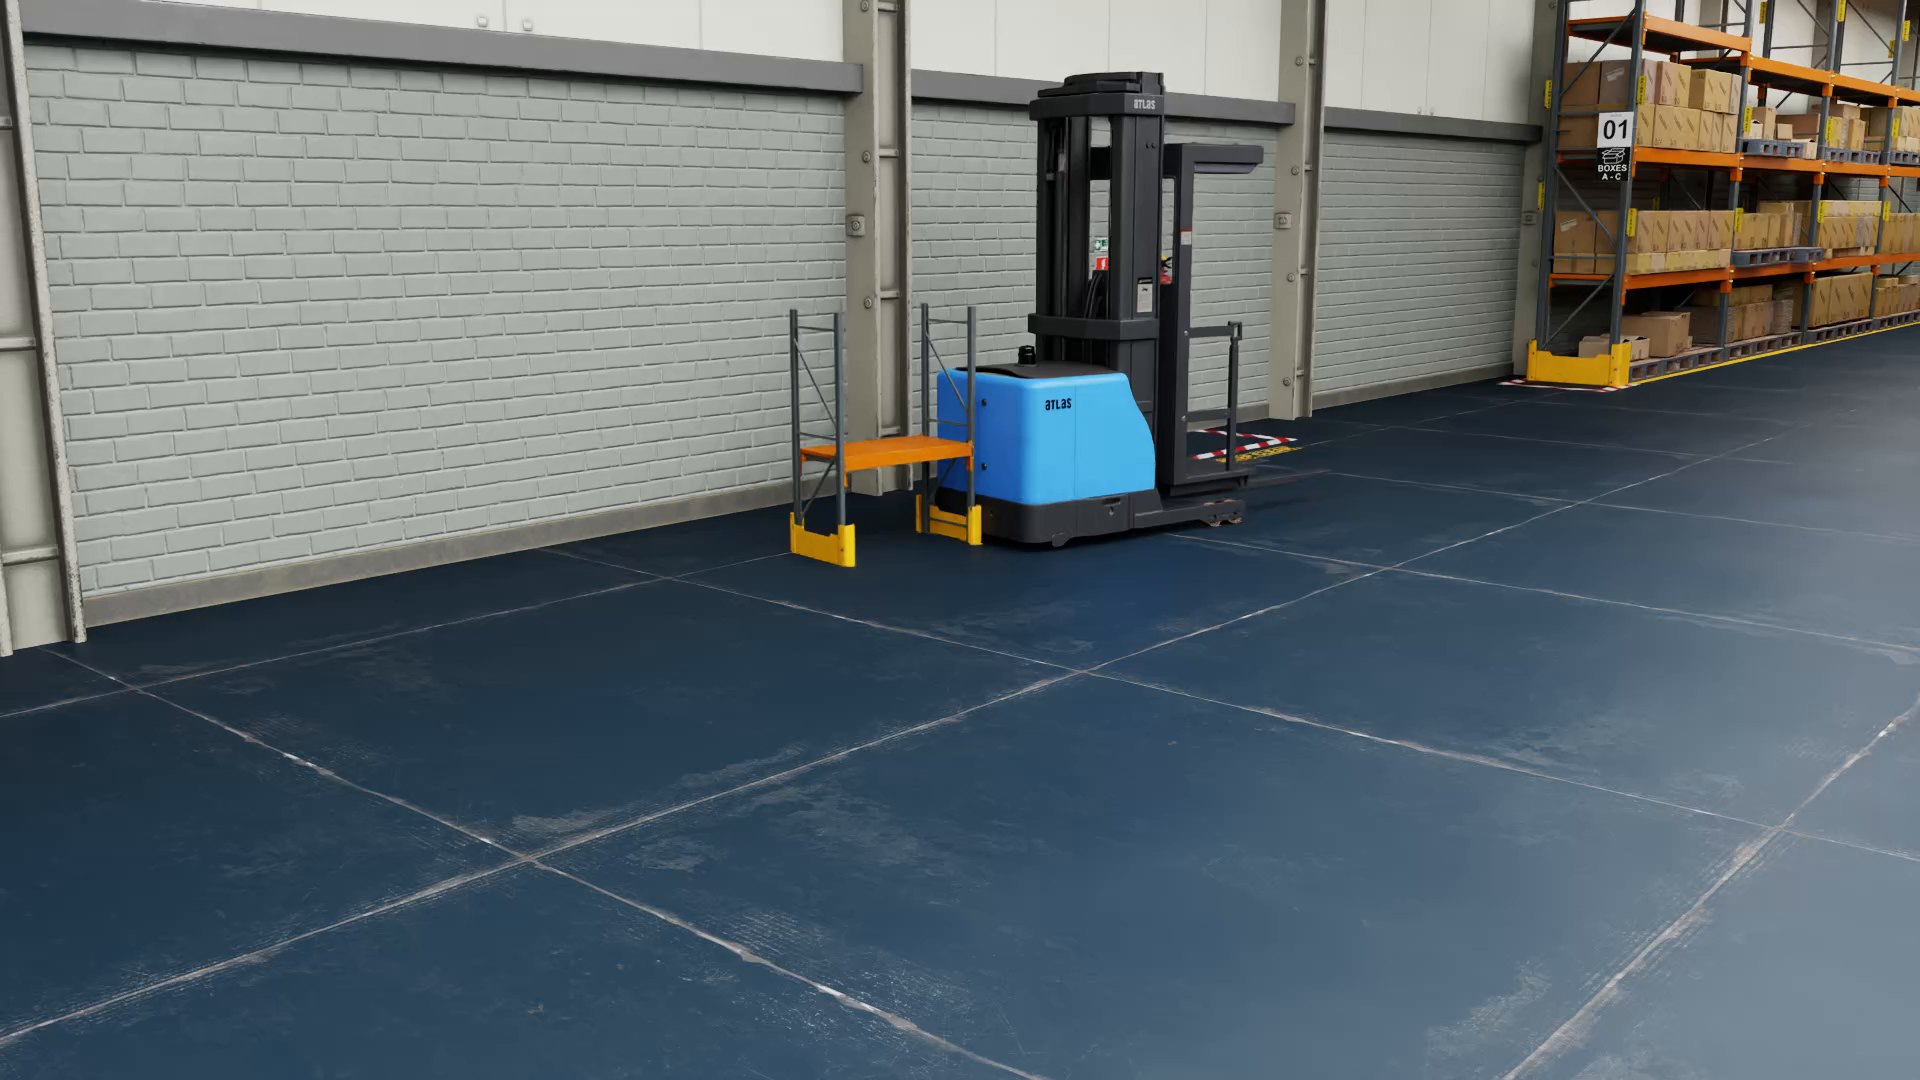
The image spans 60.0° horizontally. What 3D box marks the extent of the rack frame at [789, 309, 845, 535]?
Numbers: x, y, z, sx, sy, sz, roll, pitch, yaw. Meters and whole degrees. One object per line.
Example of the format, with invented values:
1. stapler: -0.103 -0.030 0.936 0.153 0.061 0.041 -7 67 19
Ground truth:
1. rack frame: -0.855 -0.619 9.979 0.032 1.500 0.500 -9 15 -39

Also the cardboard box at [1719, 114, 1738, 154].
1. cardboard box: 10.004 -5.408 22.165 0.500 0.500 0.500 10 15 42

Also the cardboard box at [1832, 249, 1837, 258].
1. cardboard box: 14.013 -4.672 27.032 0.380 0.149 0.250 10 15 41

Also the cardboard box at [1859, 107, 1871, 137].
1. cardboard box: 15.720 -7.315 29.160 0.500 0.500 0.500 10 15 40

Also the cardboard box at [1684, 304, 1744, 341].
1. cardboard box: 10.930 -3.168 24.172 0.700 0.500 0.500 9 15 39

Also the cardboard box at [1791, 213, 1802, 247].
1. cardboard box: 12.491 -4.768 25.546 0.700 0.500 0.500 8 14 34

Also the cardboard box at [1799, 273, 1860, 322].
1. cardboard box: 14.518 -4.070 27.847 0.750 0.750 0.750 10 15 42

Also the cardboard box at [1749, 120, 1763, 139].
1. cardboard box: 10.981 -5.779 23.483 0.500 0.311 0.500 10 15 42

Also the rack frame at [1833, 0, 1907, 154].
1. rack frame: 15.434 -8.104 28.310 1.000 3.000 0.127 10 15 40

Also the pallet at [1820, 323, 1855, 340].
1. pallet: 14.176 -3.491 27.651 1.003 0.211 1.213 10 15 40

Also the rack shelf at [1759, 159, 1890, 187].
1. rack shelf: 14.114 -5.986 27.201 1.077 0.370 4.000 10 15 40

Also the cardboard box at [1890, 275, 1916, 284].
1. cardboard box: 17.571 -4.853 31.003 0.380 0.149 0.250 10 15 42

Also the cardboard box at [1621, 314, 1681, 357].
1. cardboard box: 8.935 -2.662 21.639 0.700 0.500 0.500 9 14 37

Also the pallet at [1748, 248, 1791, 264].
1. pallet: 11.518 -4.183 24.485 1.003 0.211 1.213 10 15 40

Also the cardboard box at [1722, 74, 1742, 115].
1. cardboard box: 10.026 -5.896 22.057 0.500 0.500 0.500 8 14 36

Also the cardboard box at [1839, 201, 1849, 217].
1. cardboard box: 13.968 -5.333 26.772 0.500 0.250 0.500 10 15 41

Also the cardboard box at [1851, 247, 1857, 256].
1. cardboard box: 14.728 -4.816 27.755 0.380 0.149 0.250 10 15 40

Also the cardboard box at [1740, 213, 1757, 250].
1. cardboard box: 10.889 -4.402 23.712 0.500 0.500 0.700 -10 15 -42

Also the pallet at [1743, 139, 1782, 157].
1. pallet: 10.641 -5.441 23.115 1.213 0.211 1.003 10 15 40

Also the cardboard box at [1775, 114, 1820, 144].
1. cardboard box: 13.064 -6.387 25.992 0.700 0.500 0.500 8 14 36

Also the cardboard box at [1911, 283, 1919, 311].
1. cardboard box: 17.687 -4.615 31.467 0.700 0.500 0.500 10 15 40

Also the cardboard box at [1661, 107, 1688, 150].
1. cardboard box: 8.642 -5.094 20.595 0.500 0.500 0.500 11 16 43

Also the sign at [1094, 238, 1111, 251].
1. sign: 1.272 -2.579 14.520 0.001 0.109 0.331 10 15 40

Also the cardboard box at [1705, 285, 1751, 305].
1. cardboard box: 11.255 -3.595 24.398 0.500 0.250 0.500 9 15 39

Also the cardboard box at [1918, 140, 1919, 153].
1. cardboard box: 17.108 -7.107 30.032 0.500 0.250 0.500 9 15 39

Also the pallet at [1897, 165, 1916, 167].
1. pallet: 17.592 -7.068 31.006 1.003 0.211 1.213 10 15 40

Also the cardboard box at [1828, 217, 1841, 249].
1. cardboard box: 13.659 -4.892 26.482 0.500 0.500 0.500 10 15 42

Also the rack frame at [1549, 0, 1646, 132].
1. rack frame: 7.513 -6.338 19.471 1.000 3.000 0.127 10 15 40

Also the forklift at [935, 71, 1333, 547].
1. forklift: 1.315 -1.599 11.232 3.031 2.935 1.130 -8 14 -36

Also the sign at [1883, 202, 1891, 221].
1. sign: 15.848 -5.622 28.448 0.100 0.325 0.005 10 15 40

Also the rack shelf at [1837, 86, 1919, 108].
1. rack shelf: 16.754 -7.849 29.893 1.077 0.370 4.000 10 15 40

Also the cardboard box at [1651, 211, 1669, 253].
1. cardboard box: 8.387 -3.803 20.512 0.500 0.500 0.500 10 15 41

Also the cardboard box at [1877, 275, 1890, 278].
1. cardboard box: 17.120 -4.866 31.068 0.380 0.149 0.250 10 15 41

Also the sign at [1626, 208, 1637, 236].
1. sign: 7.920 -3.751 19.622 0.100 0.325 0.005 10 15 40

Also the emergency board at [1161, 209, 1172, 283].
1. emergency board: 1.704 -2.370 14.918 0.194 1.169 0.643 10 15 40

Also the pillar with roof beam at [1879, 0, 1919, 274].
1. pillar with roof beam: 22.441 -8.645 31.019 9.100 9.000 0.548 10 15 40

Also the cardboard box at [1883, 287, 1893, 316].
1. cardboard box: 16.339 -4.312 29.954 0.700 0.500 0.500 10 15 40

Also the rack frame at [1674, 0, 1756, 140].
1. rack frame: 10.153 -6.927 22.417 1.000 3.000 0.127 10 15 40

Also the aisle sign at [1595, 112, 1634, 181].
1. aisle sign: 7.690 -4.622 19.556 0.394 0.787 0.004 10 15 40

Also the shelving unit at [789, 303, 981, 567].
1. shelving unit: -0.459 -0.684 10.305 1.083 1.500 0.587 -9 15 -39

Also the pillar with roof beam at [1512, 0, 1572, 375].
1. pillar with roof beam: 10.559 -5.997 17.759 9.100 9.000 0.400 10 15 40

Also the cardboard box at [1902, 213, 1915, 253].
1. cardboard box: 16.763 -5.602 30.334 0.980 0.700 0.700 9 14 38

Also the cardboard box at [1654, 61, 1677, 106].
1. cardboard box: 8.318 -5.509 20.118 0.500 0.500 0.500 10 15 40

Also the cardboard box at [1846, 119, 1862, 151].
1. cardboard box: 14.452 -6.692 27.522 0.700 0.500 0.500 9 15 39

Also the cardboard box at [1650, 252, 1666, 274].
1. cardboard box: 8.405 -3.442 20.617 0.500 0.250 0.500 9 15 39

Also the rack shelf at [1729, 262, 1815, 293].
1. rack shelf: 11.473 -3.926 24.548 1.077 0.370 4.000 10 15 40

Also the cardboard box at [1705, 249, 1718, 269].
1. cardboard box: 9.733 -3.740 22.111 0.500 0.250 0.500 10 15 41

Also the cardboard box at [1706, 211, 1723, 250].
1. cardboard box: 9.748 -4.105 22.024 0.500 0.500 0.500 10 15 40

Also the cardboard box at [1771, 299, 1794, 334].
1. cardboard box: 12.357 -3.451 25.589 0.700 0.500 0.500 10 15 41

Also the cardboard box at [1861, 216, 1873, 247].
1. cardboard box: 14.989 -5.190 27.971 0.500 0.500 0.500 10 15 41

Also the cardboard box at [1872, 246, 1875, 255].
1. cardboard box: 15.423 -4.962 28.488 0.380 0.149 0.250 10 15 41

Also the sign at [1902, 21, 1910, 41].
1. sign: 15.849 -8.532 27.868 0.100 0.325 0.005 10 15 40

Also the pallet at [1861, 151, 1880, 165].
1. pallet: 14.866 -6.398 27.915 0.805 0.209 1.217 9 14 38

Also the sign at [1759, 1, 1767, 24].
1. sign: 12.374 -8.122 25.613 0.100 0.325 0.005 10 15 40
